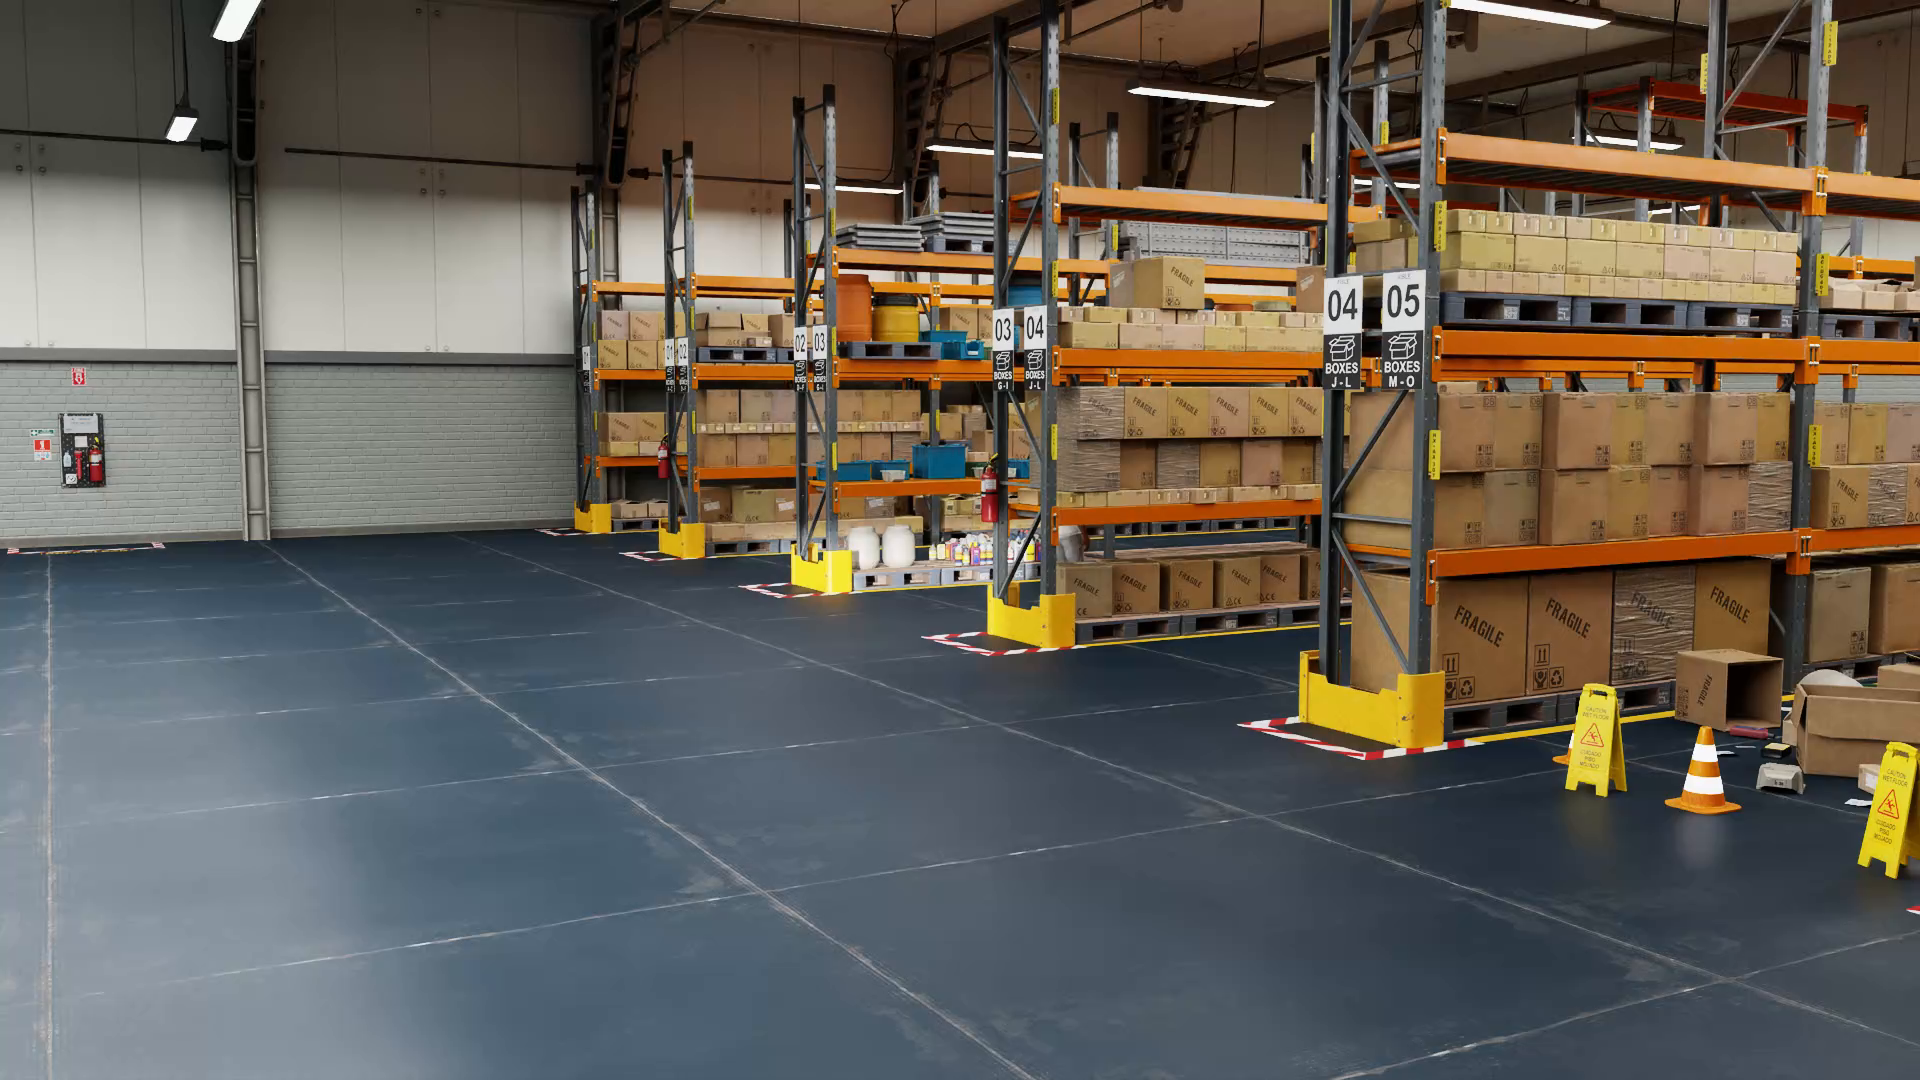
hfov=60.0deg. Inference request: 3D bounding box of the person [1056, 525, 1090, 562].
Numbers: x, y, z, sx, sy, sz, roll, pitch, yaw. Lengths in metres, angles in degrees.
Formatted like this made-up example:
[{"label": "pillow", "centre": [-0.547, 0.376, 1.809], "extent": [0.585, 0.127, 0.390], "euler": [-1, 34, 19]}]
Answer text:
[{"label": "person", "centre": [1.175, -0.061, 17.855], "extent": [0.455, 1.760, 0.635], "euler": [-3, 6, -28]}]
